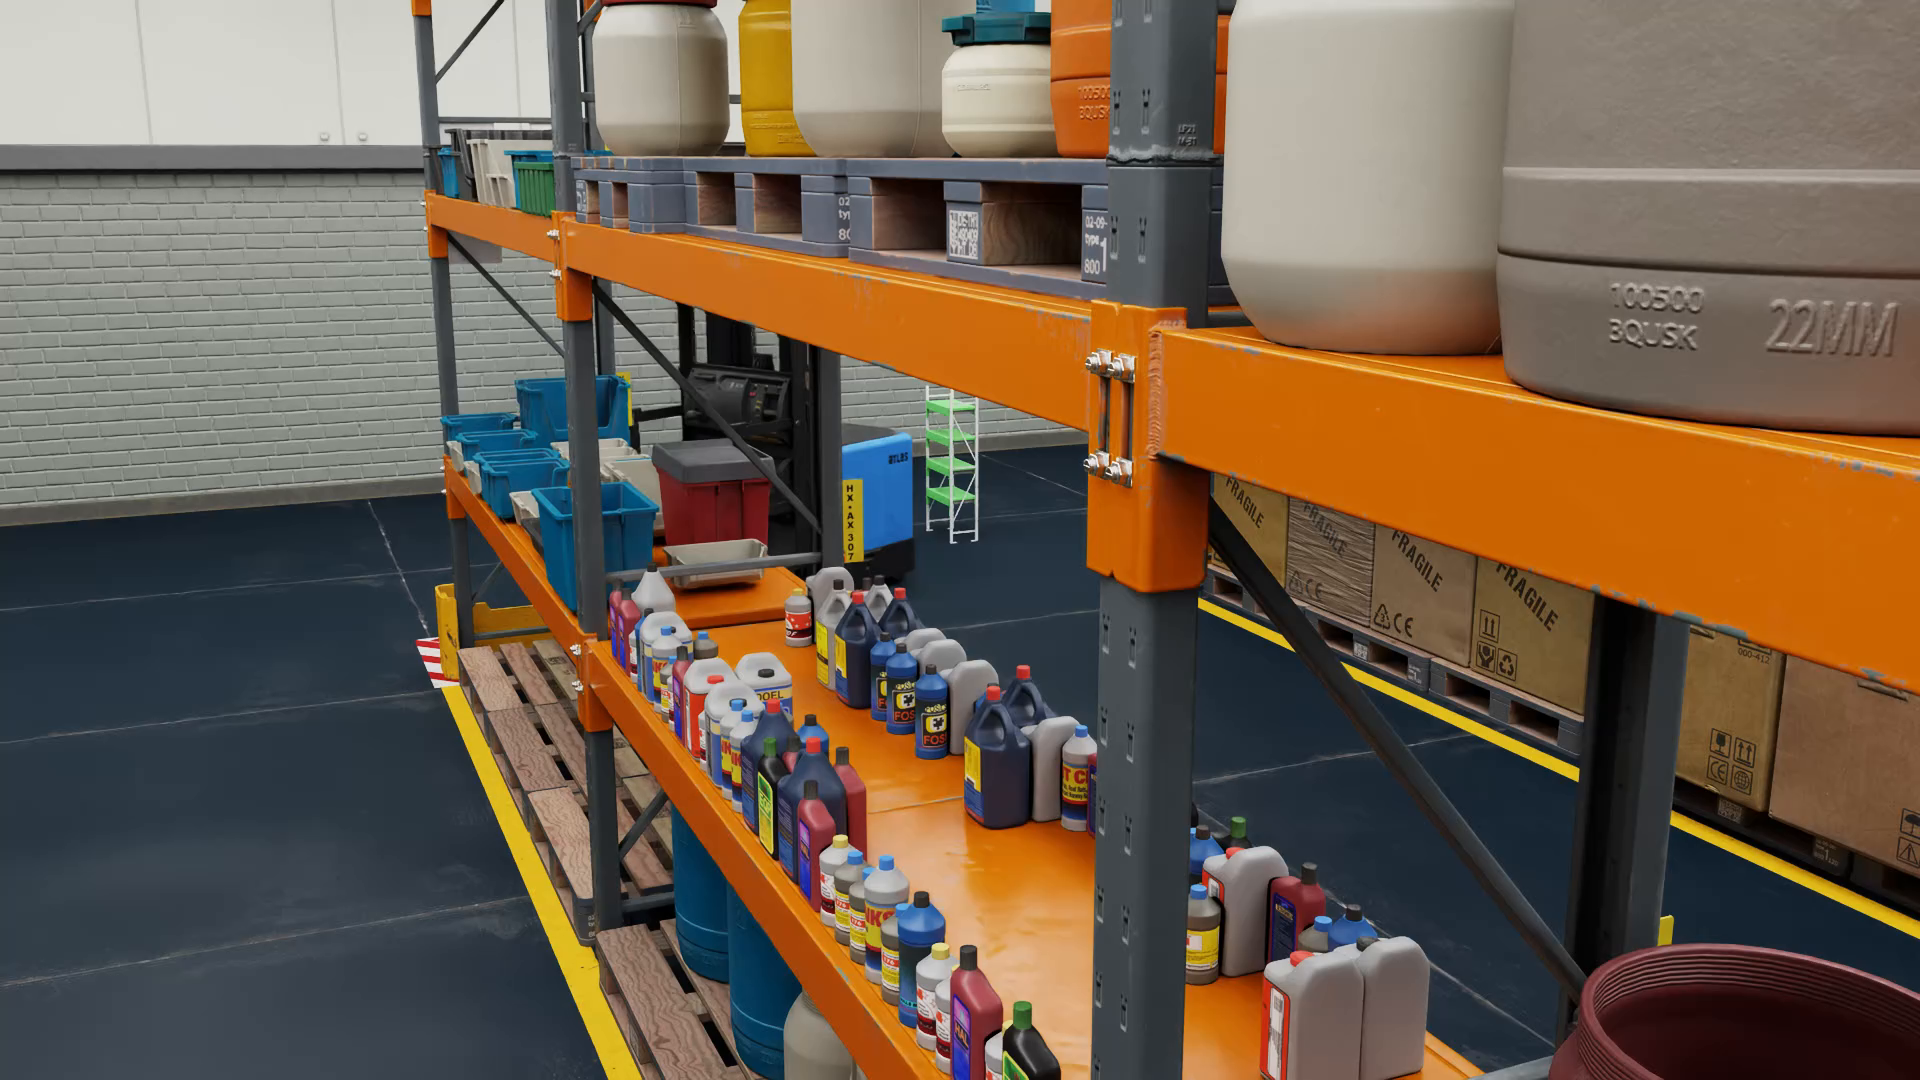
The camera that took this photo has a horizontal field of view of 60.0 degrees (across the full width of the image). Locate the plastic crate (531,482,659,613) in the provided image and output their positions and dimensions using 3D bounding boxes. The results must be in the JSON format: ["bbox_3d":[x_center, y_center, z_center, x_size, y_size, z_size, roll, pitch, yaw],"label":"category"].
[{"bbox_3d":[-1.426,0.024,6.515,0.392,0.384,0.575,-6,14,-23],"label":"plastic crate"}]

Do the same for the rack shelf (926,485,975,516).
[{"bbox_3d":[-0.066,-0.323,13.451,0.258,0.148,0.480,-6,14,-23],"label":"rack shelf"}]

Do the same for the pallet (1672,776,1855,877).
[{"bbox_3d":[3.990,1.175,7.824,1.003,0.211,1.213,-6,14,-23],"label":"pallet"}]

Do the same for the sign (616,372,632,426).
[{"bbox_3d":[-2.031,-0.848,10.018,0.100,0.325,0.005,-6,14,-23],"label":"sign"}]

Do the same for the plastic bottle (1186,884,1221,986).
[{"bbox_3d":[0.506,0.836,3.548,0.097,0.201,0.097,0,13,0],"label":"plastic bottle"}]

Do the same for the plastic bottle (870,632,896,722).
[{"bbox_3d":[-0.231,0.421,5.183,0.097,0.271,0.097,0,13,0],"label":"plastic bottle"}]

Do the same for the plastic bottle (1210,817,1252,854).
[{"bbox_3d":[0.601,0.749,3.741,0.061,0.283,0.133,-6,14,-23],"label":"plastic bottle"}]

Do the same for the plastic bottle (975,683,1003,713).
[{"bbox_3d":[0.092,0.536,4.686,0.097,0.271,0.097,0,13,0],"label":"plastic bottle"}]

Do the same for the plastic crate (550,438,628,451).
[{"bbox_3d":[-2.036,-0.464,9.173,0.396,0.136,0.243,-6,14,-23],"label":"plastic crate"}]

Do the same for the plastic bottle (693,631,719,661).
[{"bbox_3d":[-0.837,0.399,5.435,0.097,0.201,0.097,0,13,0],"label":"plastic bottle"}]

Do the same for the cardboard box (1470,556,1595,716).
[{"bbox_3d":[3.420,0.351,8.982,0.875,0.875,0.875,-6,14,-23],"label":"cardboard box"}]

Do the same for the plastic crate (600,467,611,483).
[{"bbox_3d":[-1.664,-0.288,8.412,0.298,0.136,0.250,-6,14,-23],"label":"plastic crate"}]

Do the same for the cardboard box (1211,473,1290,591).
[{"bbox_3d":[2.339,-0.207,11.392,0.875,0.875,0.875,-6,14,-23],"label":"cardboard box"}]

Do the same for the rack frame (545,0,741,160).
[{"bbox_3d":[-0.927,-2.811,5.560,1.000,3.000,0.127,-6,14,-23],"label":"rack frame"}]

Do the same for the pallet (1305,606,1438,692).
[{"bbox_3d":[2.886,0.606,10.284,1.003,0.211,1.213,-6,14,-23],"label":"pallet"}]

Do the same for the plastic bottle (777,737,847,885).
[{"bbox_3d":[-0.361,0.644,4.044,0.144,0.351,0.185,-6,14,-23],"label":"plastic bottle"}]

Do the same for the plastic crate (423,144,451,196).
[{"bbox_3d":[-2.630,-2.008,9.031,0.497,0.269,0.590,-6,14,-23],"label":"plastic crate"}]

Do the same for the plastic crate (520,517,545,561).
[{"bbox_3d":[-1.621,0.009,7.155,0.437,0.125,0.590,-6,14,-23],"label":"plastic crate"}]

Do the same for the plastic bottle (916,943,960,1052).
[{"bbox_3d":[-0.038,0.896,3.286,0.097,0.201,0.097,0,13,0],"label":"plastic bottle"}]

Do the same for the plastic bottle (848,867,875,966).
[{"bbox_3d":[-0.194,0.816,3.633,0.097,0.201,0.097,0,13,0],"label":"plastic bottle"}]

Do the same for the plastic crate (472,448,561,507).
[{"bbox_3d":[-2.204,-0.310,8.295,0.416,0.233,0.300,-6,14,-23],"label":"plastic crate"}]

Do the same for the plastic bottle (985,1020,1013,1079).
[{"bbox_3d":[0.093,0.964,2.993,0.097,0.201,0.097,0,13,0],"label":"plastic bottle"}]

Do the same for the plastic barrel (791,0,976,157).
[{"bbox_3d":[-0.173,-1.147,3.788,0.433,0.535,0.433,0,13,0],"label":"plastic barrel"}]

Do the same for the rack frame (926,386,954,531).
[{"bbox_3d":[-0.164,-0.669,13.600,0.240,1.200,0.015,-6,14,-23],"label":"rack frame"}]

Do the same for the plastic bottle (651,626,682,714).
[{"bbox_3d":[-0.922,0.406,5.248,0.097,0.271,0.097,0,13,0],"label":"plastic bottle"}]

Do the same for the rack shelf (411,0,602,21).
[{"bbox_3d":[-1.728,-2.679,7.471,1.077,0.370,4.000,-6,14,-23],"label":"rack shelf"}]

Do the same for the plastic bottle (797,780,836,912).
[{"bbox_3d":[-0.335,0.713,3.894,0.061,0.283,0.133,-6,14,-23],"label":"plastic bottle"}]

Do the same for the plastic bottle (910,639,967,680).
[{"bbox_3d":[-0.070,0.432,5.128,0.152,0.276,0.135,-6,14,-23],"label":"plastic bottle"}]

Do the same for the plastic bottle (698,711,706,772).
[{"bbox_3d":[-0.698,0.556,4.756,0.097,0.201,0.097,0,13,0],"label":"plastic bottle"}]

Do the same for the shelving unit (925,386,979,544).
[{"bbox_3d":[-0.066,-0.619,13.382,0.258,1.200,0.503,-6,14,-23],"label":"shelving unit"}]

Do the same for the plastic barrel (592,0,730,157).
[{"bbox_3d":[-0.946,-1.489,5.268,0.433,0.535,0.433,0,13,0],"label":"plastic barrel"}]

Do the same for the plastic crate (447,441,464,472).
[{"bbox_3d":[-2.679,-0.461,9.162,0.250,0.136,0.298,-6,14,-23],"label":"plastic crate"}]

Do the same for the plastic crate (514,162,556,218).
[{"bbox_3d":[-1.373,-1.307,6.182,0.450,0.188,0.662,-6,14,-23],"label":"plastic crate"}]

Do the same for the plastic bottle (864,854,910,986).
[{"bbox_3d":[-0.155,0.802,3.538,0.097,0.271,0.097,0,13,0],"label":"plastic bottle"}]

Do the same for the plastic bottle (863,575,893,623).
[{"bbox_3d":[-0.259,0.296,5.549,0.144,0.351,0.185,-6,14,-23],"label":"plastic bottle"}]

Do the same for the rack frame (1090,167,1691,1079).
[{"bbox_3d":[0.676,0.938,2.665,1.000,3.000,0.127,-6,14,-23],"label":"rack frame"}]

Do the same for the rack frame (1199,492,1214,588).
[{"bbox_3d":[2.009,-1.162,11.740,1.000,3.000,0.127,-6,14,-23],"label":"rack frame"}]

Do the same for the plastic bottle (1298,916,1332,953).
[{"bbox_3d":[0.738,0.869,3.401,0.097,0.201,0.097,0,13,0],"label":"plastic bottle"}]

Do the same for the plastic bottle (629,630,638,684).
[{"bbox_3d":[-1.054,0.372,5.550,0.097,0.201,0.097,0,13,0],"label":"plastic bottle"}]

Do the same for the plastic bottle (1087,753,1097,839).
[{"bbox_3d":[0.377,0.633,4.240,0.061,0.283,0.133,-6,14,-23],"label":"plastic bottle"}]

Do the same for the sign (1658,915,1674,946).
[{"bbox_3d":[1.177,0.807,2.868,0.100,0.325,0.005,-6,14,-23],"label":"sign"}]

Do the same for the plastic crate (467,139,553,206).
[{"bbox_3d":[-1.924,-1.633,7.383,0.437,0.282,0.530,-6,14,-23],"label":"plastic crate"}]

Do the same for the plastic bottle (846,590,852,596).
[{"bbox_3d":[-0.401,0.282,5.940,0.097,0.201,0.097,0,13,0],"label":"plastic bottle"}]

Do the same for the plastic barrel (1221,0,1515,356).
[{"bbox_3d":[0.519,-0.486,1.918,0.421,0.512,0.421,0,13,0],"label":"plastic barrel"}]

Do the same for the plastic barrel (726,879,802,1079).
[{"bbox_3d":[-0.441,1.189,5.301,0.600,0.901,0.708,-6,14,-23],"label":"plastic barrel"}]

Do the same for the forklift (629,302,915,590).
[{"bbox_3d":[-1.632,-0.958,11.009,1.130,2.935,3.031,10,16,37],"label":"forklift"}]

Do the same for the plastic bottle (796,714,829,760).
[{"bbox_3d":[-0.395,0.597,4.423,0.097,0.271,0.097,0,13,0],"label":"plastic bottle"}]

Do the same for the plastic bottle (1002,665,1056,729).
[{"bbox_3d":[0.183,0.523,4.566,0.144,0.351,0.185,-6,14,-23],"label":"plastic bottle"}]

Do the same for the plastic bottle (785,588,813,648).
[{"bbox_3d":[-0.579,0.276,5.968,0.097,0.201,0.097,0,13,0],"label":"plastic bottle"}]

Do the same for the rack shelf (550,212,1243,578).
[{"bbox_3d":[-0.126,-0.586,4.194,1.077,0.370,4.000,-6,14,-23],"label":"rack shelf"}]

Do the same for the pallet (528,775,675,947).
[{"bbox_3d":[-1.257,1.322,7.192,1.003,0.211,1.213,-6,14,-23],"label":"pallet"}]

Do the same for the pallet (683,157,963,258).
[{"bbox_3d":[-0.066,-0.871,4.246,1.003,0.211,1.213,-6,14,-23],"label":"pallet"}]

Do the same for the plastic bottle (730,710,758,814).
[{"bbox_3d":[-0.566,0.590,4.454,0.097,0.271,0.097,0,13,0],"label":"plastic bottle"}]
